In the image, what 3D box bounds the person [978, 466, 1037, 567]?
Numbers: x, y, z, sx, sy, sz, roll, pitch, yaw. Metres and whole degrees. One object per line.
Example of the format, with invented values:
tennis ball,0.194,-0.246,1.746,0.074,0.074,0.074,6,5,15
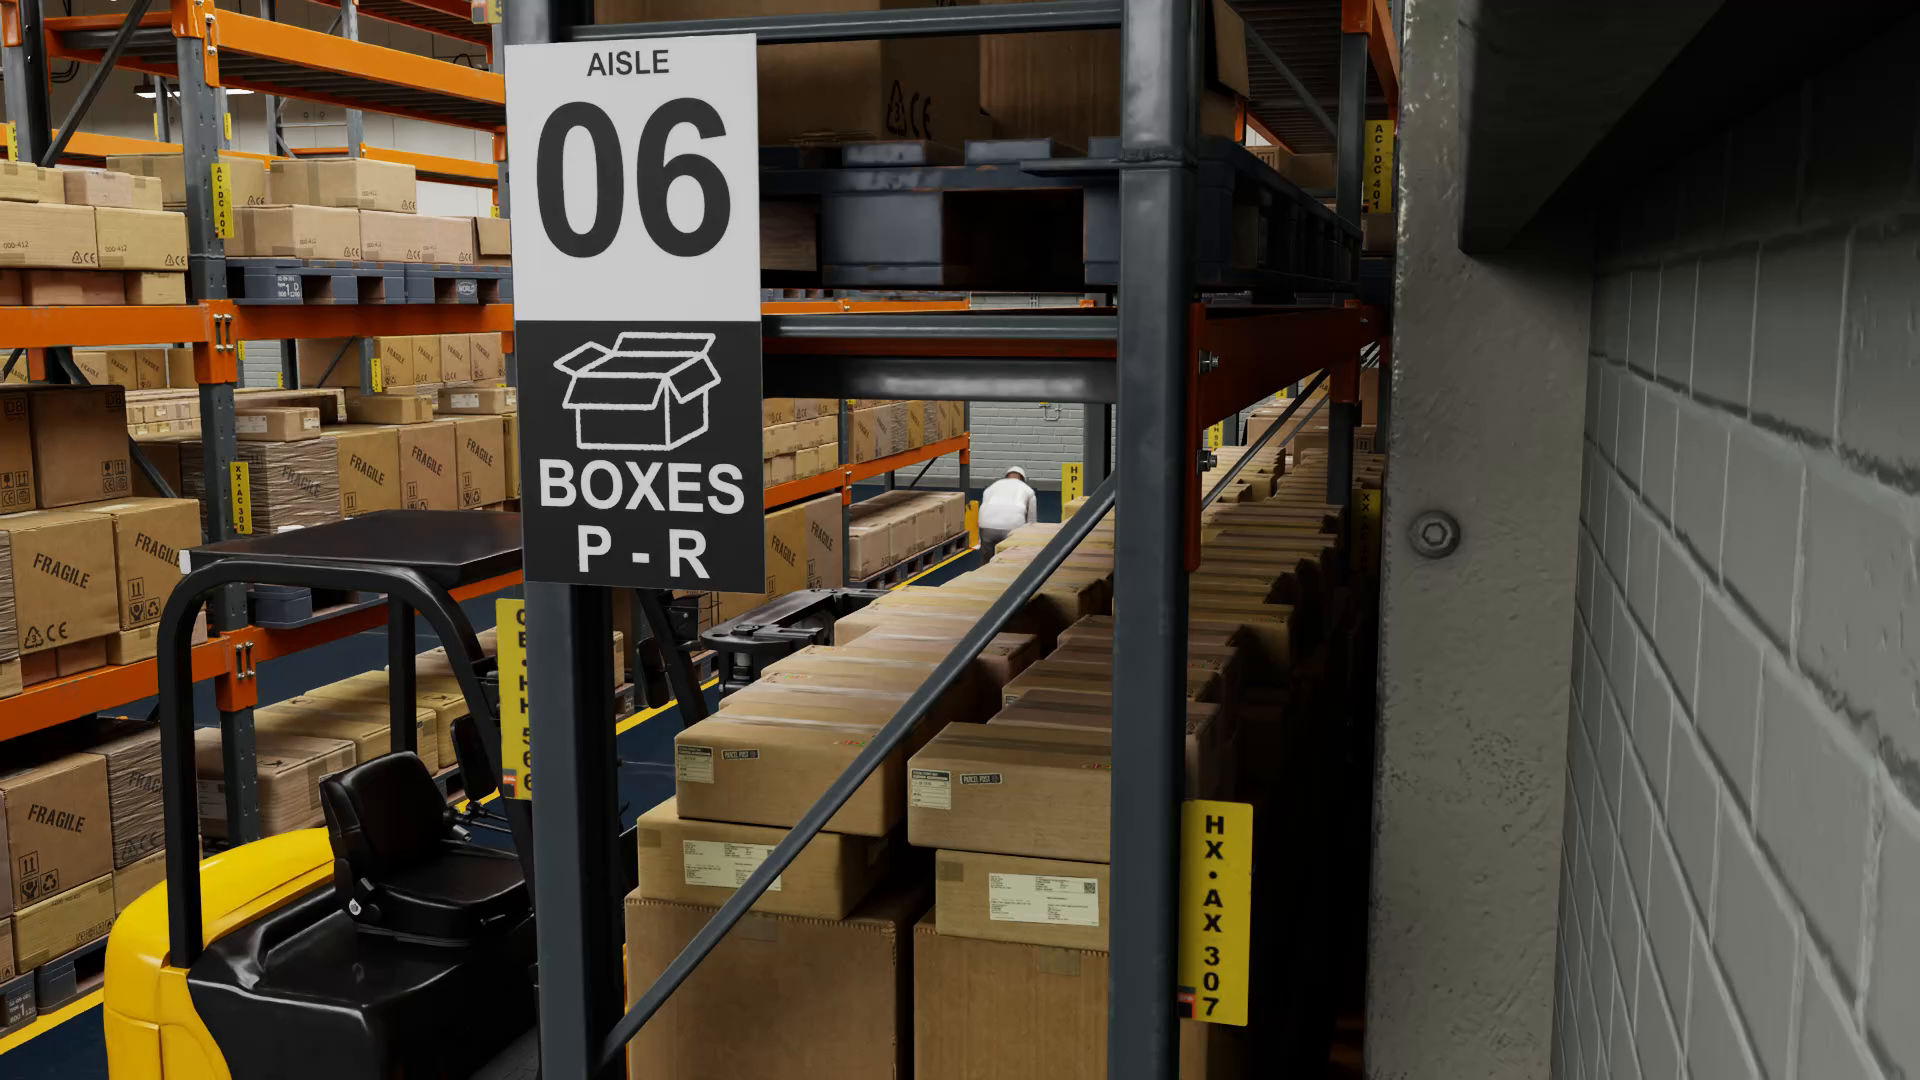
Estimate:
person,0.425,0.021,14.989,0.492,1.311,0.923,2,9,14
